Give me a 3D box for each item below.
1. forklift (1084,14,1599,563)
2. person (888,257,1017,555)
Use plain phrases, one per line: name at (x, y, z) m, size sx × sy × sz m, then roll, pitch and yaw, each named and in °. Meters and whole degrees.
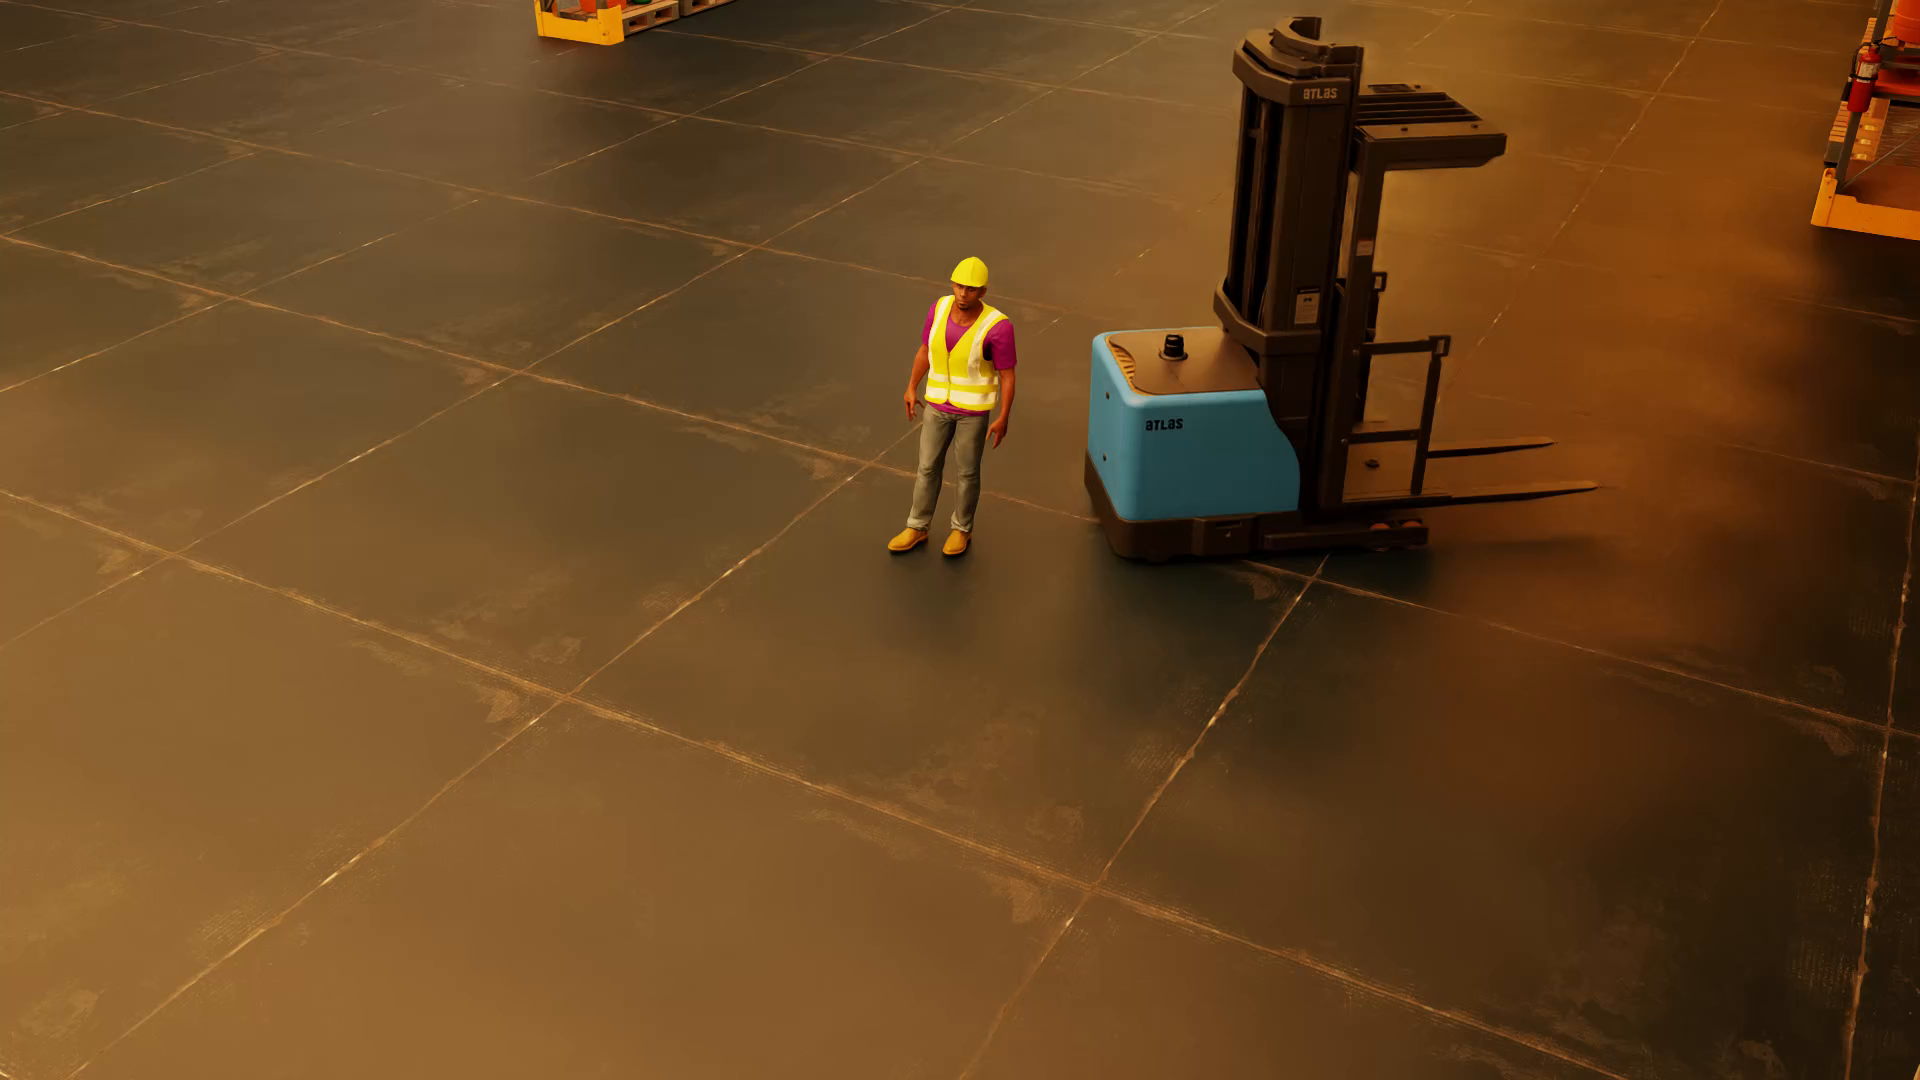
forklift at (2.342, -1.459, 9.598) m, size 3.031 × 2.935 × 1.130 m, roll -4°, pitch 30°, yaw -7°
person at (-0.039, -0.742, 9.508) m, size 0.665 × 1.766 × 0.576 m, roll 15°, pitch 33°, yaw 25°
